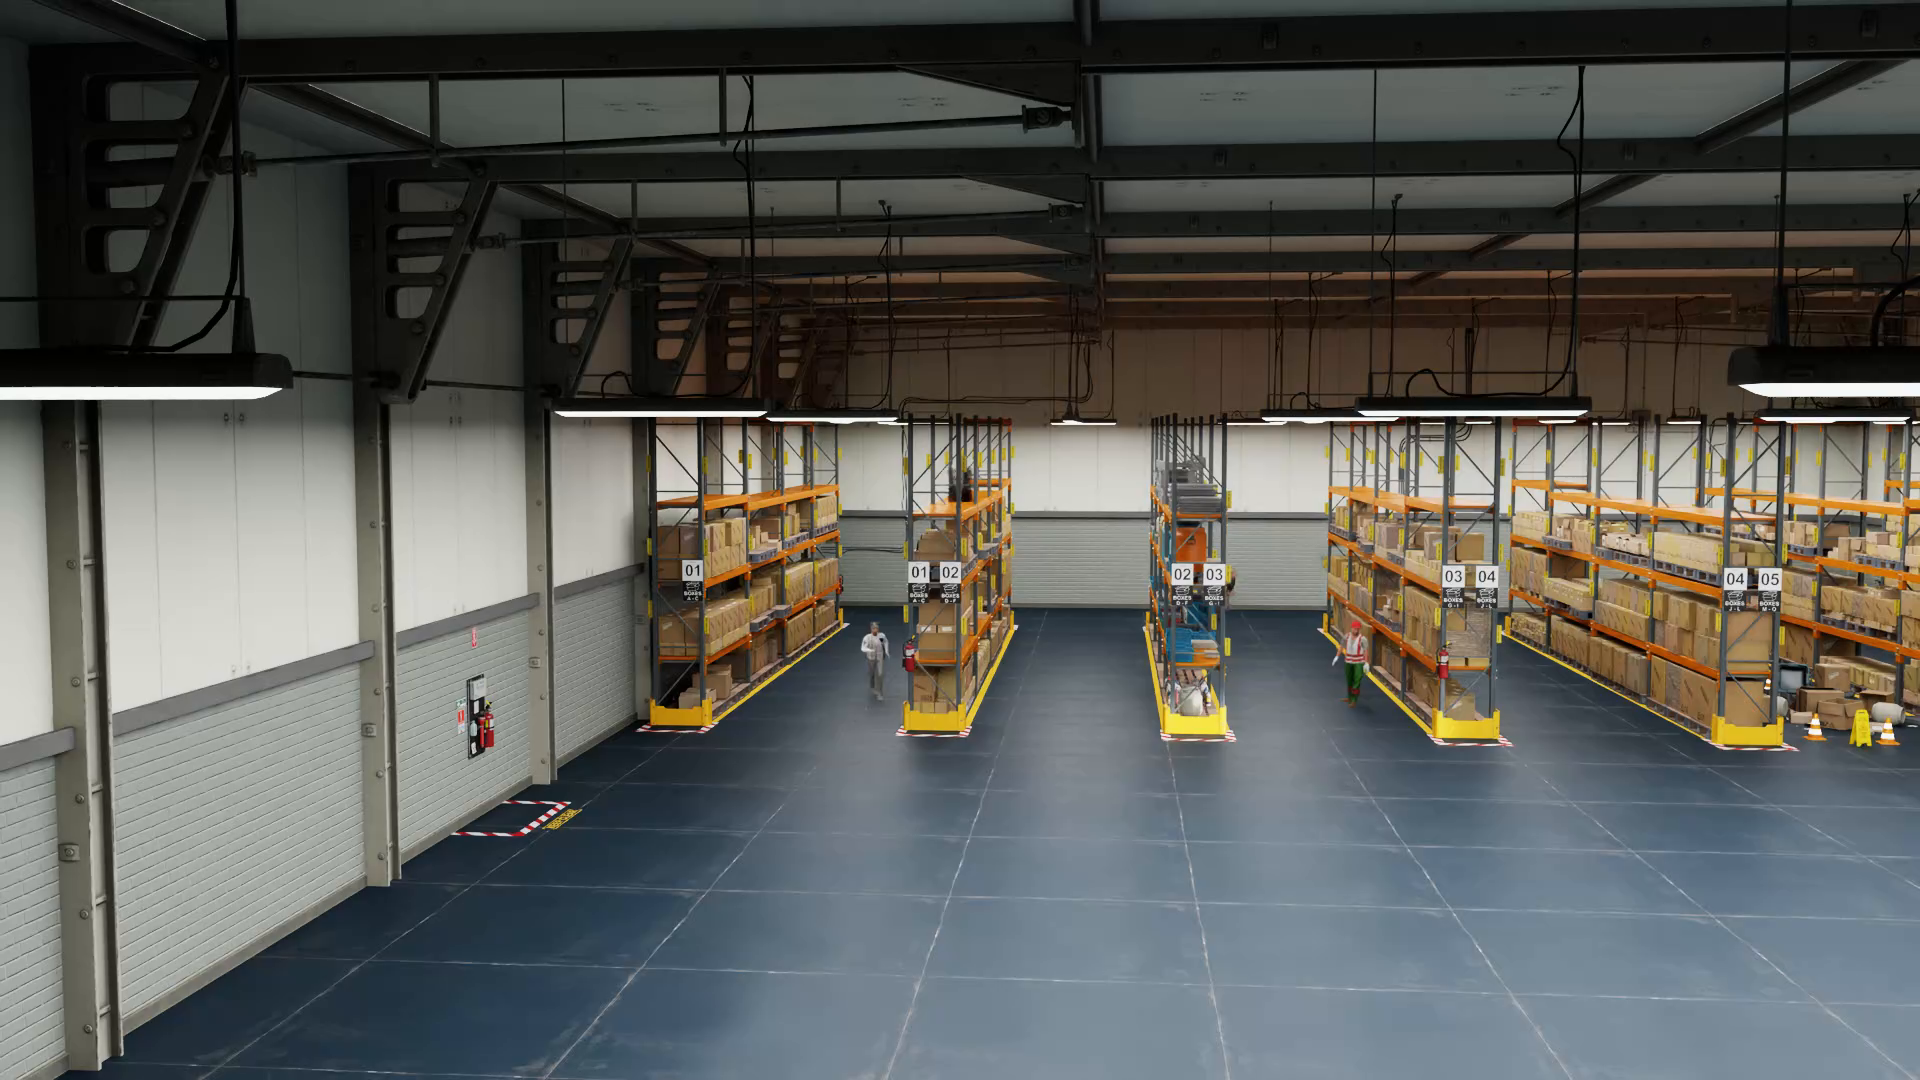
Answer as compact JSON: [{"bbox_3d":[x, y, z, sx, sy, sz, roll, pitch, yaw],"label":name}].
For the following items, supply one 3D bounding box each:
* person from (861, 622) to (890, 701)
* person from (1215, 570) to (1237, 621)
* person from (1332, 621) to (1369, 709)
[{"bbox_3d":[-1.789,2.531,35.166,0.600,1.664,0.940,0,4,-5],"label":"person"},{"bbox_3d":[7.836,1.642,49.180,0.853,1.548,0.678,3,5,39],"label":"person"},{"bbox_3d":[8.074,2.540,34.264,0.734,1.778,0.770,3,5,40],"label":"person"}]
